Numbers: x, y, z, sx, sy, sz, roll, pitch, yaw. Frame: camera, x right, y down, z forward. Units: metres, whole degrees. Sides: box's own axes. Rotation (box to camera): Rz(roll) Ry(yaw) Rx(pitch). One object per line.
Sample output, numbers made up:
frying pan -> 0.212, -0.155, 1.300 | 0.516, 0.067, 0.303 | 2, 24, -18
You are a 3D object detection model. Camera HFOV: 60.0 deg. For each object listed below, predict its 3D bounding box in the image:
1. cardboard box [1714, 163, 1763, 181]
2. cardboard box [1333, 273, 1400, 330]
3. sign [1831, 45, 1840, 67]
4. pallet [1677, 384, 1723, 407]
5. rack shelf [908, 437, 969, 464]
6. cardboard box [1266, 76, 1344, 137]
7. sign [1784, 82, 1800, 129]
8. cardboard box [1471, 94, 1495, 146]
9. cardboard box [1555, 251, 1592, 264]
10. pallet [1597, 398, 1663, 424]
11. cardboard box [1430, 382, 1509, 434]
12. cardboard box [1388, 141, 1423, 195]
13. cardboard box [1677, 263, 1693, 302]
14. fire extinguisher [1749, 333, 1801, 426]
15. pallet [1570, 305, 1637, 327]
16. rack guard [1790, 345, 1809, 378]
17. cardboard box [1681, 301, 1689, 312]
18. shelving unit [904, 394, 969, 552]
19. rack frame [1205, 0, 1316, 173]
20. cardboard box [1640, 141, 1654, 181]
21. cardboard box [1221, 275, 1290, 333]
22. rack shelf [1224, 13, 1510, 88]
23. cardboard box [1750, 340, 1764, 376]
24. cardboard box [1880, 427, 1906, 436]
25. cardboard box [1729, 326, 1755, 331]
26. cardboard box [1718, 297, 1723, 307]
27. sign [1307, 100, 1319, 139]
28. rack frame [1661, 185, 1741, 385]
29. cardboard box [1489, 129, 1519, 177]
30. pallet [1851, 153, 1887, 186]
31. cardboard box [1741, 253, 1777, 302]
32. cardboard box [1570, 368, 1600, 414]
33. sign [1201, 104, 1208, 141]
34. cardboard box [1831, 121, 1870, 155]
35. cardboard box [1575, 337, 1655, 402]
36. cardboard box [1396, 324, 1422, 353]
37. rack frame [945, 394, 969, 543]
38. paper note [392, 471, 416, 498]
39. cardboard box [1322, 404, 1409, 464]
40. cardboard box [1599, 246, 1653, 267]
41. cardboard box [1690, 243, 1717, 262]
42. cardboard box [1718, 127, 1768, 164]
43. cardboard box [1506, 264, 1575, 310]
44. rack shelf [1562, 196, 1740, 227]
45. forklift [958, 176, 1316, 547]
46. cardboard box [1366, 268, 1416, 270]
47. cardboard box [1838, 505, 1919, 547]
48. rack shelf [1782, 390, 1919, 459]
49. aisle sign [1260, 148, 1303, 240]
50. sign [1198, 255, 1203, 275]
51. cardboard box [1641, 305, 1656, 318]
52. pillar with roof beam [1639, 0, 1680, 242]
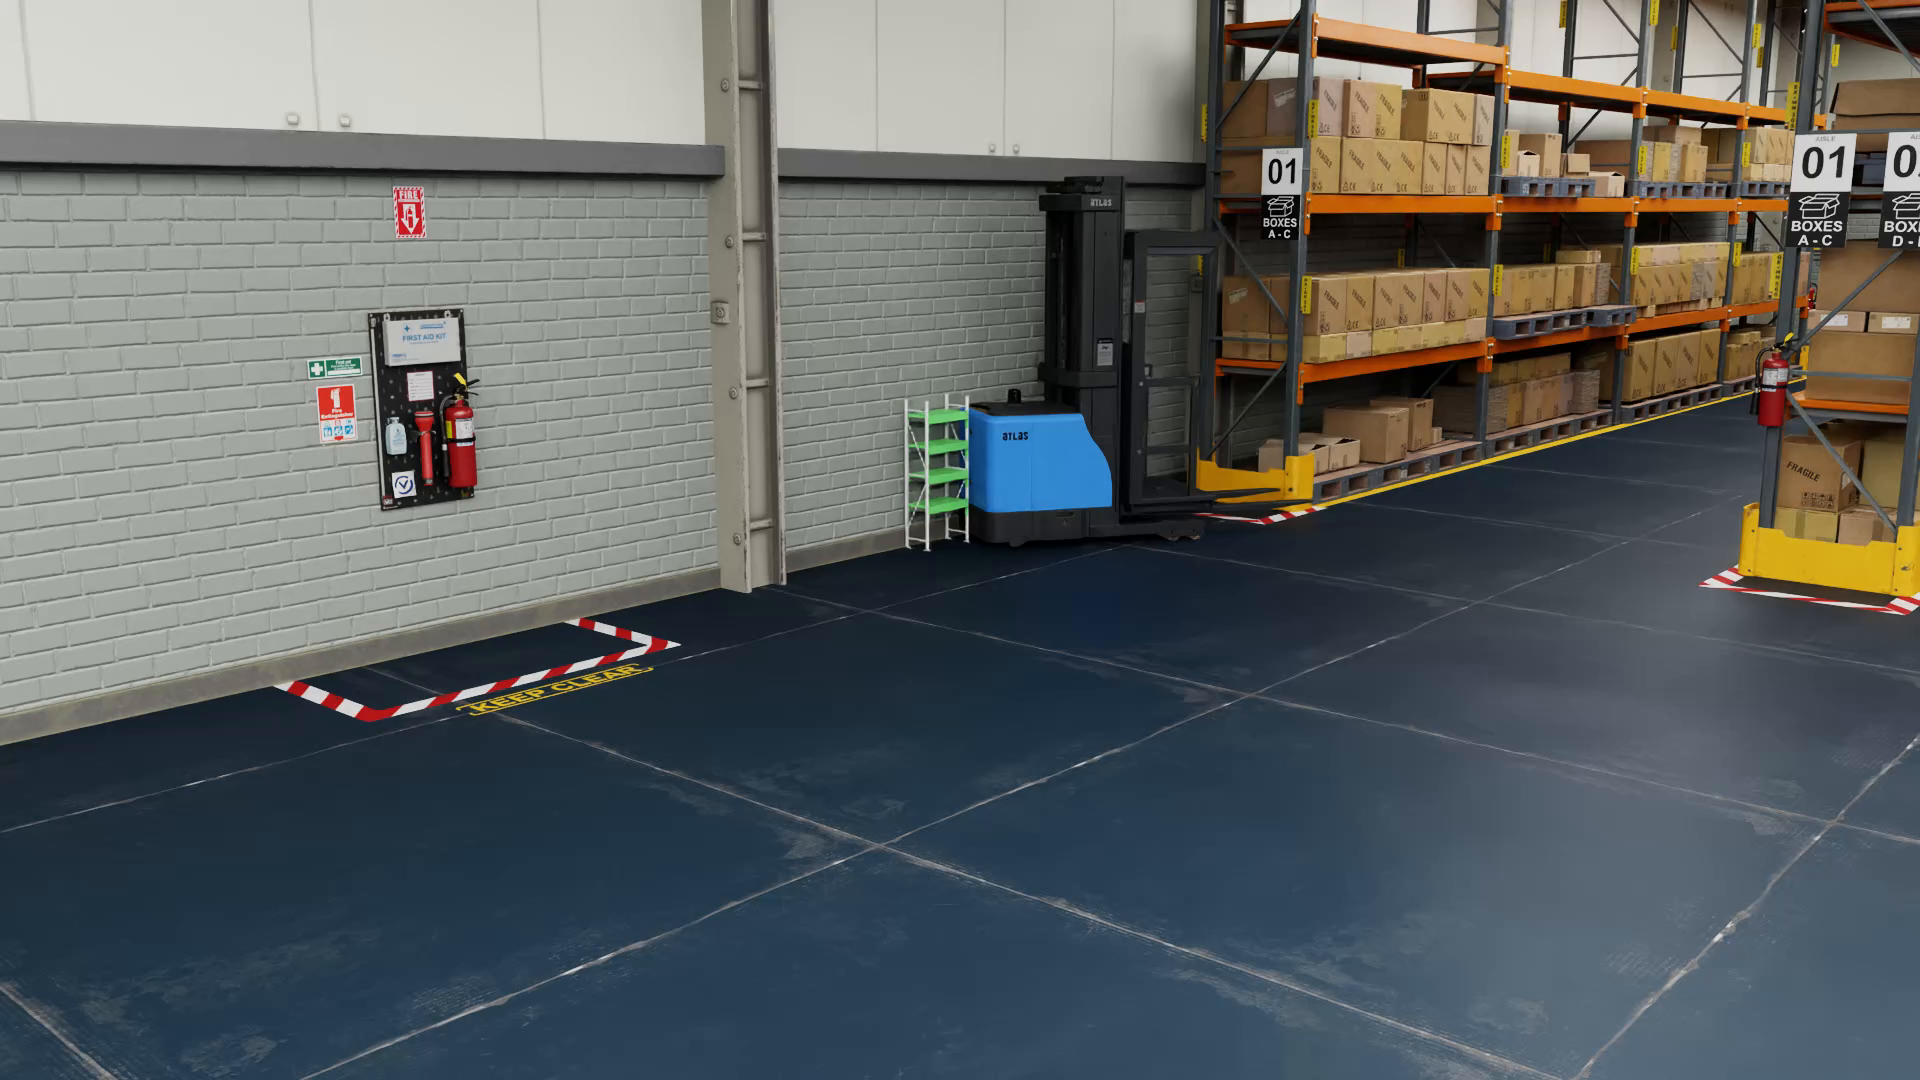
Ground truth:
cardboard box -> 11.219, -5.295, 23.961 | 0.500, 0.250, 0.500 | 10, 15, 40
cardboard box -> 3.864, -2.292, 15.944 | 0.500, 0.500, 0.500 | 9, 14, 39
sign -> 13.604, -7.530, 25.851 | 0.100, 0.325, 0.005 | 10, 15, 40
pallet -> 10.112, -2.085, 23.609 | 1.003, 0.211, 1.213 | 10, 15, 40
rack shelf -> -0.184, -0.719, 13.349 | 0.258, 0.148, 0.480 | 9, 15, 40
cardboard box -> 3.080, -3.855, 14.837 | 0.500, 0.500, 0.500 | 8, 14, 36
sign -> 5.969, -3.108, 11.898 | 0.100, 0.325, 0.005 | 10, 15, 40
cardboard box -> 5.157, -4.310, 17.112 | 0.500, 0.500, 0.500 | 8, 14, 36
cardboard box -> 7.518, -3.466, 20.370 | 0.380, 0.149, 0.250 | 7, 13, 31
pallet -> 8.501, -1.726, 21.812 | 1.003, 0.211, 1.213 | 10, 15, 40
cardboard box -> 5.757, -1.499, 18.815 | 0.700, 0.500, 0.500 | 10, 15, 42
cardboard box -> 4.111, -3.589, 16.059 | 0.500, 0.500, 0.500 | 11, 16, 44
cardboard box -> 9.456, -3.456, 22.291 | 0.500, 0.500, 0.500 | 10, 15, 42
fire extinguisher -> 5.940, -1.175, 12.131 | 0.296, 0.674, 0.183 | 10, 15, 40
pallet -> 7.534, -2.774, 20.431 | 1.213, 0.211, 1.003 | 10, 15, 40
rack guard -> 13.221, -2.941, 27.162 | 1.175, 0.500, 0.348 | 10, 15, 40
cardboard box -> 9.683, -3.194, 22.636 | 0.380, 0.149, 0.250 | 9, 15, 39
shelving unit -> -0.183, -0.547, 13.383 | 0.258, 1.200, 0.503 | 9, 15, 40
rack frame -> 2.644, -4.752, 14.526 | 1.000, 3.000, 0.127 | 10, 15, 40
cardboard box -> 8.512, -4.886, 21.479 | 0.700, 0.500, 0.500 | 9, 14, 37
cardboard box -> 2.795, -2.211, 15.538 | 0.500, 0.500, 0.500 | 10, 15, 40
rack shelf -> 3.964, -4.691, 16.070 | 1.077, 0.370, 4.000 | 10, 15, 40
cardboard box -> 11.810, -2.801, 25.386 | 0.700, 0.500, 0.500 | 10, 15, 42
cardboard box -> 7.537, -0.594, 13.062 | 0.500, 0.500, 0.500 | 10, 15, 40
cardboard box -> 12.251, -3.279, 26.123 | 0.380, 0.149, 0.250 | 10, 15, 41
cardboard box -> 10.554, -3.376, 23.543 | 0.380, 0.149, 0.250 | 10, 15, 41
sign -> 3.051, -3.639, 14.383 | 0.100, 0.325, 0.005 | 10, 15, 40
rack frame -> 10.565, -3.575, 23.953 | 1.000, 3.000, 0.127 | 10, 15, 40
cardboard box -> 5.705, -4.194, 18.066 | 0.500, 0.500, 0.500 | -9, 15, -39
pallet -> 6.853, -2.698, 12.129 | 1.003, 0.211, 1.213 | 10, 15, 40
cardboard box -> 11.894, -4.015, 25.389 | 0.980, 0.700, 0.700 | 9, 14, 38
cardboard box -> 7.488, -1.864, 20.644 | 0.700, 0.500, 0.500 | 10, 15, 41
sign -> 2.240, -3.790, 15.107 | 0.100, 0.325, 0.005 | 10, 15, 40
cardboard box -> 6.929, -3.045, 12.595 | 0.500, 0.250, 0.500 | 10, 15, 40
cardboard box -> 8.508, -2.230, 21.633 | 0.750, 0.750, 0.750 | 10, 15, 40
cardboard box -> 4.212, -2.003, 16.414 | 0.500, 0.250, 0.500 | 10, 15, 41
rack frame -> -0.024, -0.583, 13.564 | 0.240, 1.200, 0.015 | 9, 15, 40
paper note -> -3.333, -0.334, 9.974 | 0.016, 0.148, 0.142 | 10, 15, 40
cardboard box -> 4.066, -1.075, 16.695 | 0.700, 0.500, 0.500 | 9, 14, 37
cardboard box -> 8.437, -3.597, 21.081 | 0.500, 0.250, 0.500 | 10, 15, 42
cardboard box -> 10.104, -3.972, 22.959 | 0.500, 0.250, 0.500 | 10, 15, 42
cardboard box -> 11.246, -5.664, 23.893 | 0.500, 0.500, 0.500 | 10, 15, 40
cardboard box -> 6.816, -2.995, 19.669 | 0.700, 0.500, 0.500 | 10, 15, 40
rack shelf -> 9.245, -4.399, 22.256 | 1.077, 0.370, 4.000 | 10, 15, 40
forklift -> 1.508, -1.526, 13.867 | 3.031, 2.935, 1.130 | -4, 12, -17
cardboard box -> 4.473, -2.584, 17.410 | 0.500, 0.500, 0.500 | 10, 15, 40
cardboard box -> 6.888, -0.078, 12.389 | 0.500, 0.250, 0.500 | 10, 15, 40
rack shelf -> 7.687, -1.111, 13.453 | 1.077, 0.370, 4.000 | 10, 15, 40
aisle sign -> 2.821, -3.035, 14.612 | 0.394, 0.787, 0.004 | 10, 15, 40
sign -> 2.240, -2.607, 15.343 | 0.100, 0.325, 0.005 | 10, 15, 40
cardboard box -> 8.728, -2.956, 21.443 | 0.380, 0.149, 0.250 | 10, 15, 42
pillar with roof beam -> 13.611, -6.175, 21.654 | 9.100, 9.000, 0.400 | 10, 15, 40
